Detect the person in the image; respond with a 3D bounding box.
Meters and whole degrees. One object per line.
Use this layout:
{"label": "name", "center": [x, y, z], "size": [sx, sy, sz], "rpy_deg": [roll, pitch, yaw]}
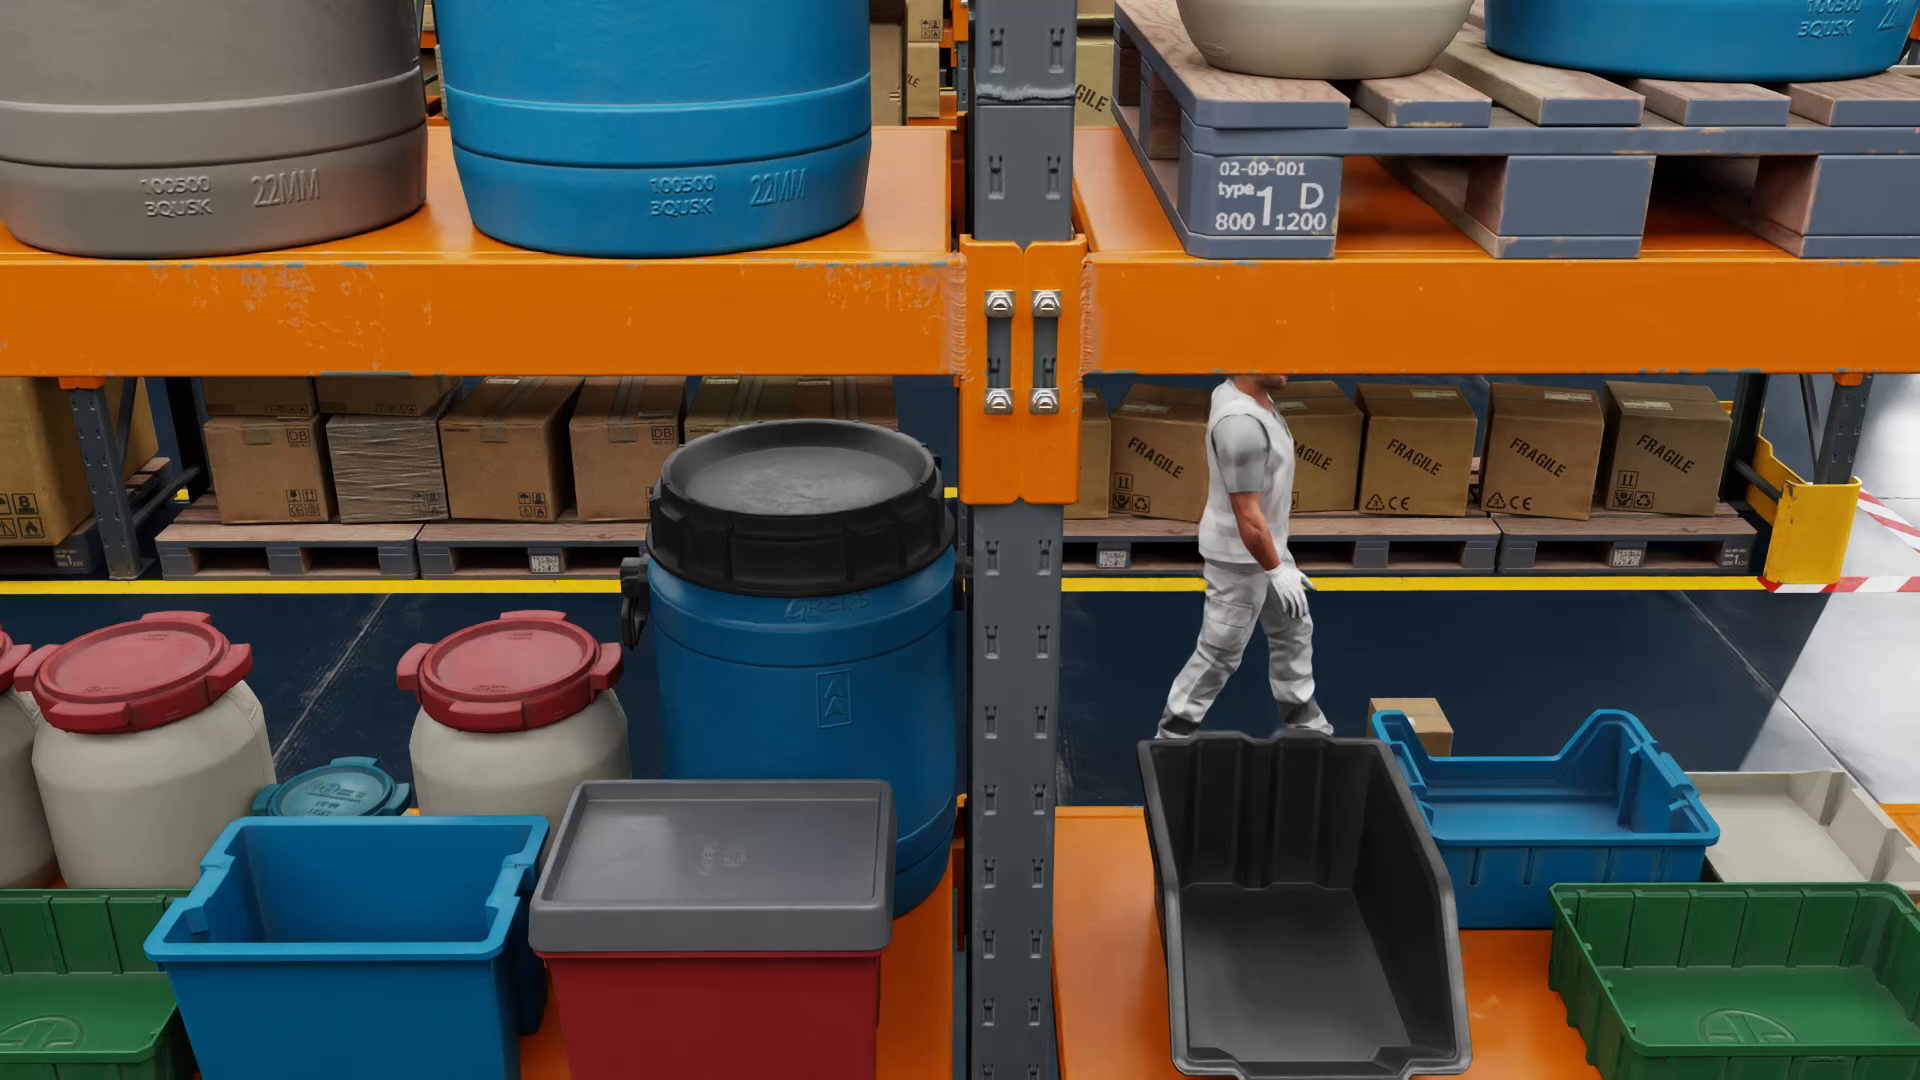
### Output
{"label": "person", "center": [1.127, 0.049, 5.892], "size": [0.791, 1.761, 0.580], "rpy_deg": [7, 25, 14]}
